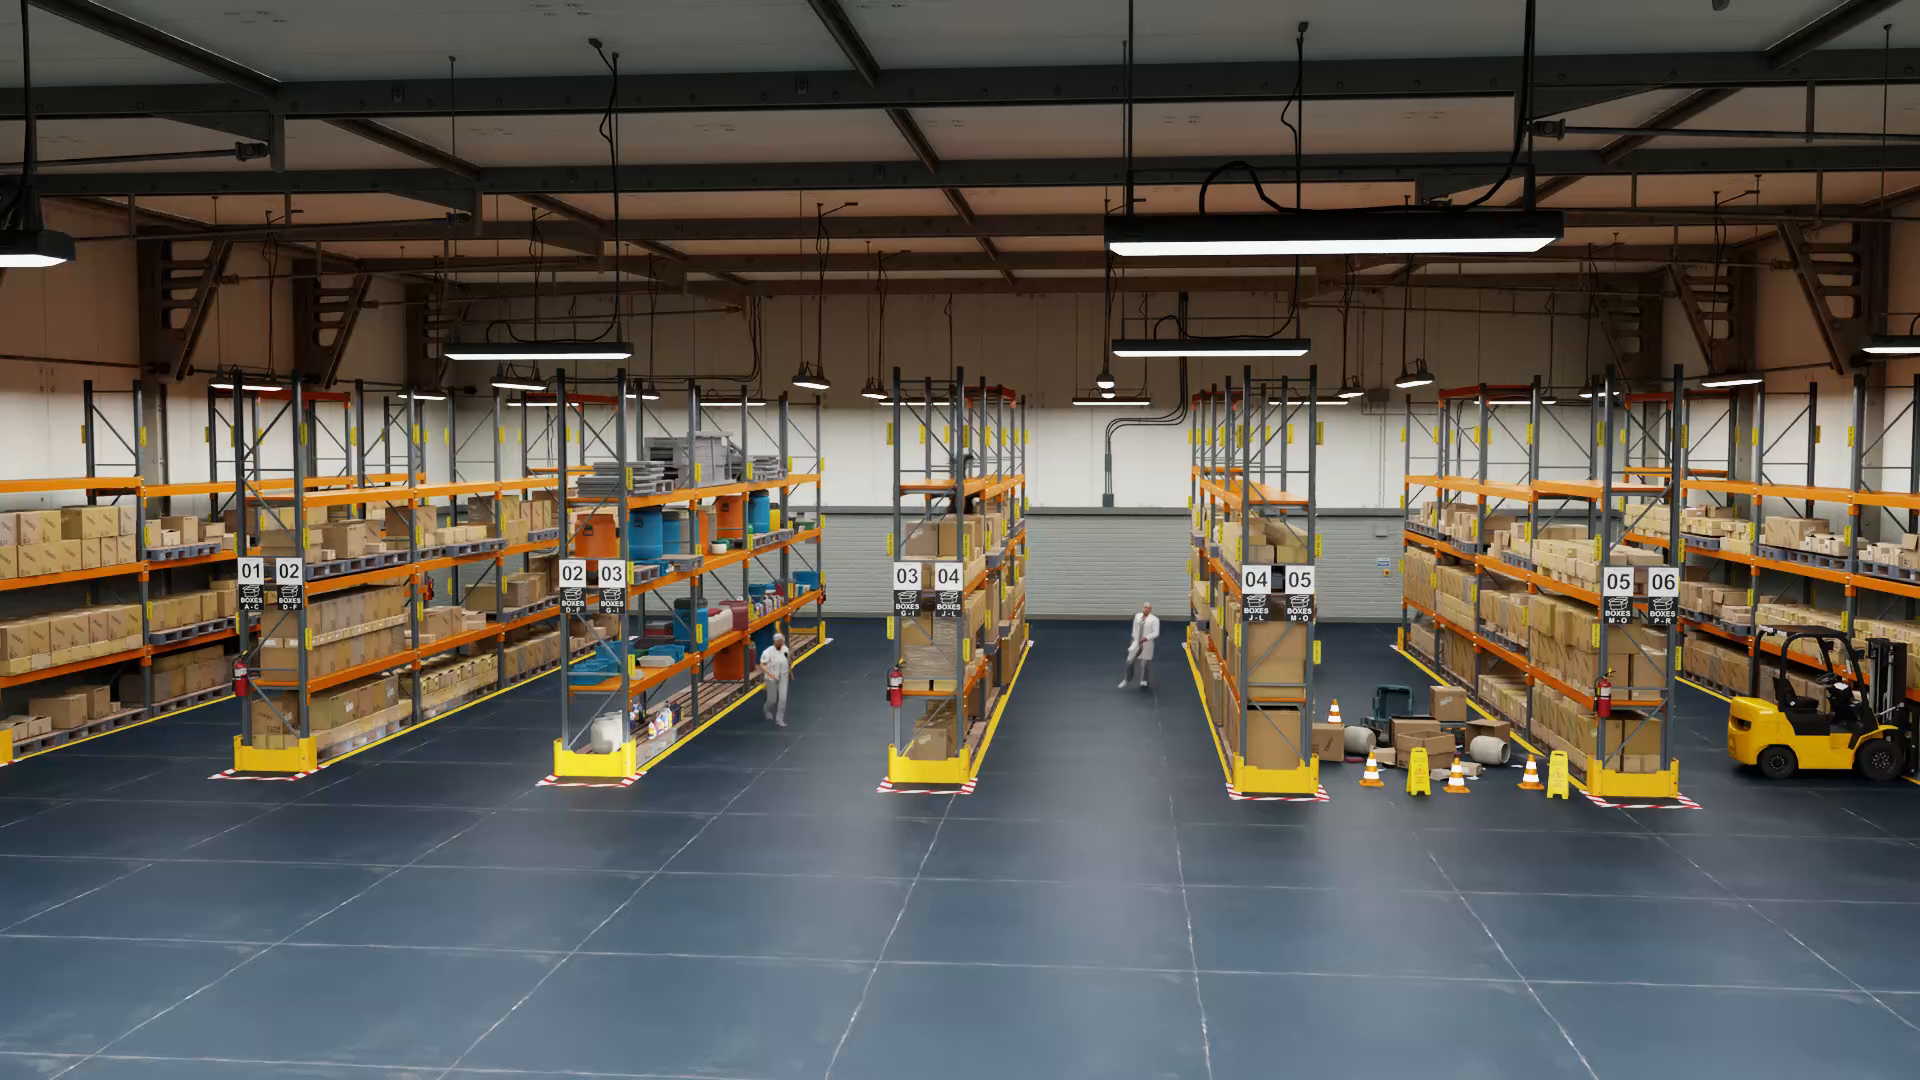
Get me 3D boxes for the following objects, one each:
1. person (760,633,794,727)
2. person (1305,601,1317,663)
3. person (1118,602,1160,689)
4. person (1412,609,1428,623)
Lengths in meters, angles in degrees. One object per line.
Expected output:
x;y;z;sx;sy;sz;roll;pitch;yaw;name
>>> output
-3.218;2.409;28.924;0.608;1.620;0.723;-2;4;-23;person
7.586;1.874;36.789;0.711;1.669;0.934;-1;4;-9;person
3.583;2.071;32.789;0.784;1.720;0.855;2;4;28;person
11.209;1.721;40.127;0.676;1.634;0.532;1;4;13;person
